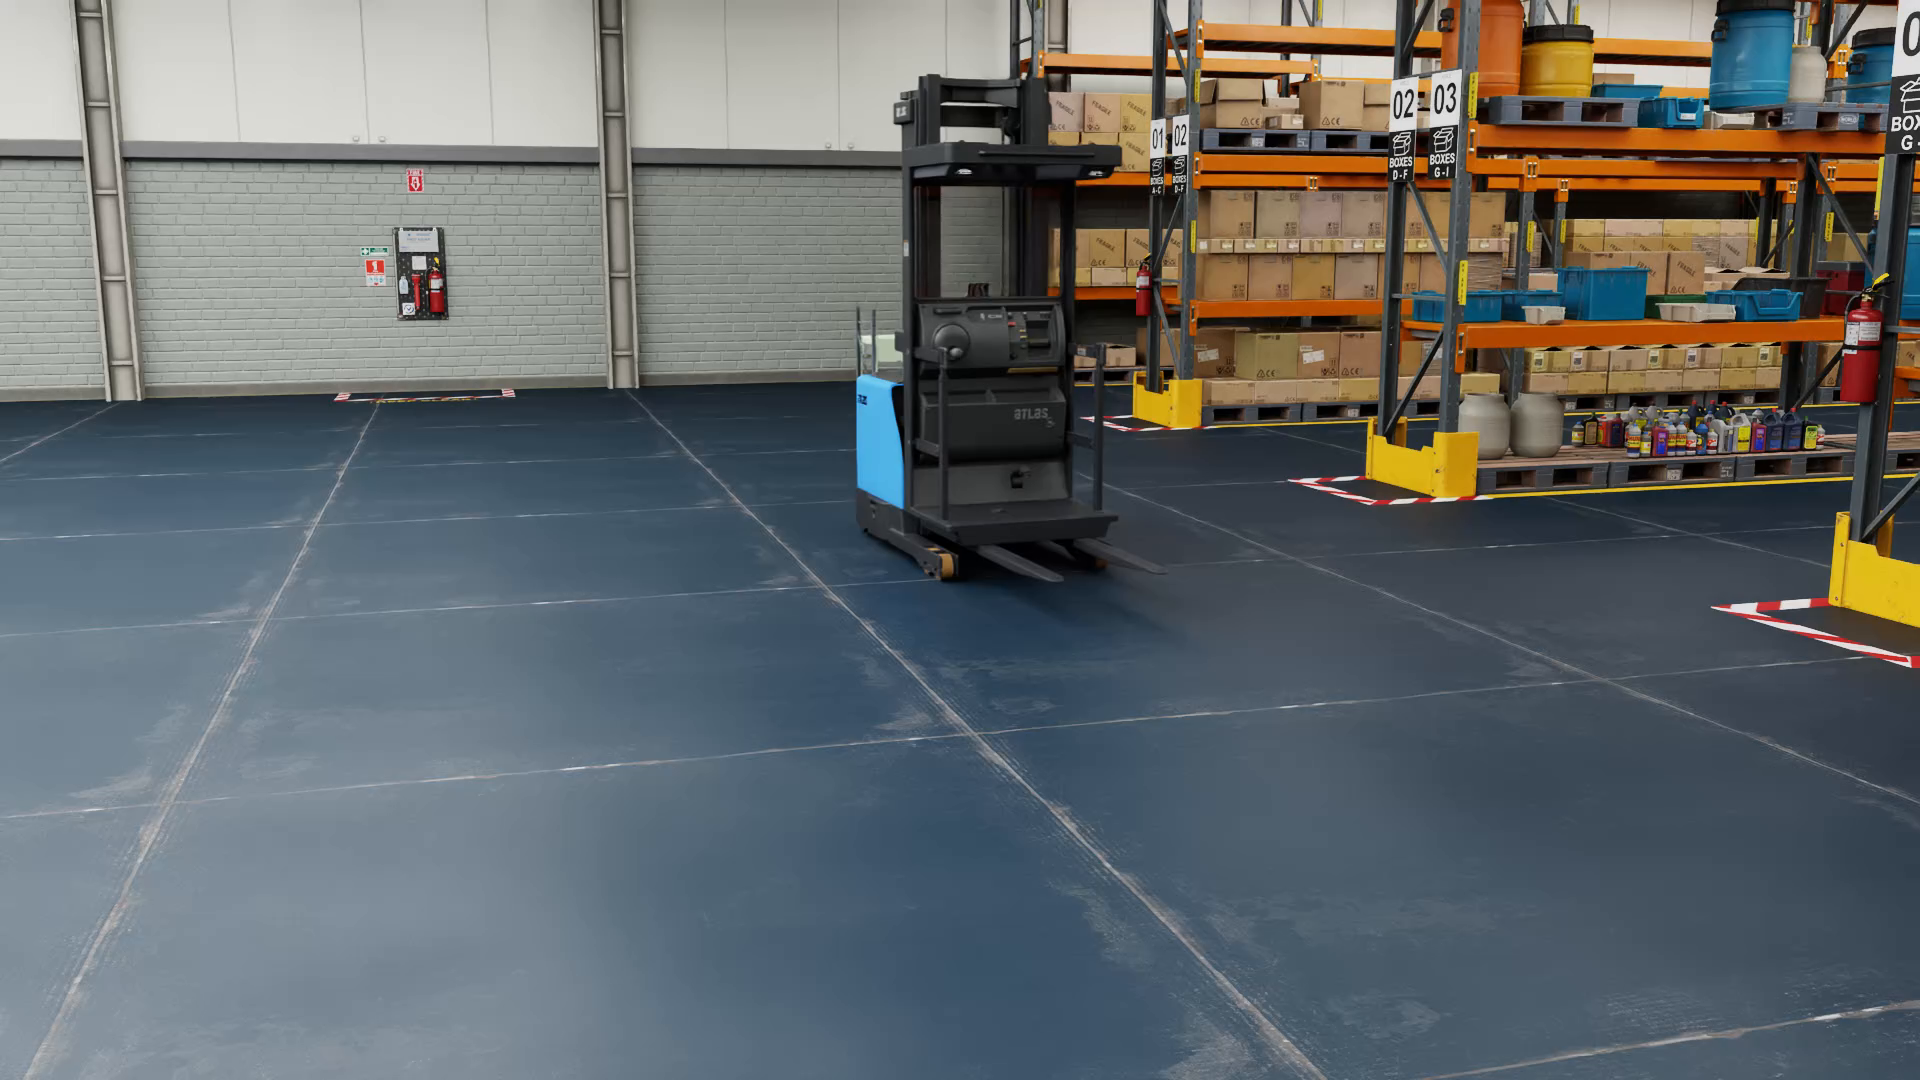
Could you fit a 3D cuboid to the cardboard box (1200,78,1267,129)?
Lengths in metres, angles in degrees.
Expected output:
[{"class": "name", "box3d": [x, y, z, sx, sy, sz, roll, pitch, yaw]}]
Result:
[{"class": "cardboard box", "box3d": [2.807, -4.587, 17.562, 0.637, 0.503, 0.797, -2, 11, -12]}]

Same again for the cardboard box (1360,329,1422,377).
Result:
[{"class": "cardboard box", "box3d": [4.748, -2.072, 18.381, 0.500, 0.500, 0.500, -3, 11, -16]}]

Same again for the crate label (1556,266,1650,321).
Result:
[{"class": "crate label", "box3d": [5.326, -2.054, 13.819, 0.616, 0.435, 0.502, -3, 11, -16]}]

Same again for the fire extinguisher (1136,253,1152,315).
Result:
[{"class": "fire extinguisher", "box3d": [2.011, -2.794, 18.153, 0.183, 0.674, 0.296, -3, 11, -16]}]

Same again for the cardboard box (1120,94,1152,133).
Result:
[{"class": "cardboard box", "box3d": [2.288, -5.666, 22.161, 0.500, 0.500, 0.500, -3, 11, -14]}]

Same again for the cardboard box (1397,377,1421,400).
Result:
[{"class": "cardboard box", "box3d": [4.751, -1.701, 18.437, 0.500, 0.250, 0.500, -3, 11, -16]}]

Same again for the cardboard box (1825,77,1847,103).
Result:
[{"class": "cardboard box", "box3d": [10.356, -5.199, 19.681, 0.500, 0.500, 0.500, -3, 11, -16]}]

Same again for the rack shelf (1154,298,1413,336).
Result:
[{"class": "rack shelf", "box3d": [4.174, -2.505, 18.354, 4.000, 0.370, 1.077, -3, 11, -16]}]

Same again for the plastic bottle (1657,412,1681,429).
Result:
[{"class": "plastic bottle", "box3d": [6.060, -0.951, 14.236, 0.135, 0.276, 0.152, -3, 11, -16]}]

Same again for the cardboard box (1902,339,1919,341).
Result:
[{"class": "cardboard box", "box3d": [11.936, -2.202, 20.411, 0.500, 0.500, 0.500, -3, 11, -18]}]

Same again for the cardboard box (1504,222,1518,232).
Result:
[{"class": "cardboard box", "box3d": [7.919, -4.566, 24.282, 0.250, 0.149, 0.380, -5, 12, -25]}]

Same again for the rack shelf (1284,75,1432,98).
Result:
[{"class": "rack shelf", "box3d": [6.627, -6.322, 23.624, 4.000, 0.370, 1.077, -3, 11, -16]}]

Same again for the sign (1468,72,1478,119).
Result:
[{"class": "sign", "box3d": [3.784, -3.280, 12.268, 0.005, 0.325, 0.100, -3, 11, -16]}]

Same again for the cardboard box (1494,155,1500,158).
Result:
[{"class": "cardboard box", "box3d": [7.791, -5.561, 24.352, 0.500, 0.500, 0.500, -3, 11, -16]}]

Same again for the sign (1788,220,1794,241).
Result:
[{"class": "sign", "box3d": [12.548, -4.662, 25.107, 0.005, 0.325, 0.100, -3, 11, -16]}]

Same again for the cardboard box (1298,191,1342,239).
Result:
[{"class": "cardboard box", "box3d": [3.744, -3.522, 18.033, 0.500, 0.500, 0.700, -3, 11, -16]}]

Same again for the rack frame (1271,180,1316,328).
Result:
[{"class": "rack frame", "box3d": [4.706, -3.821, 23.516, 0.127, 3.000, 1.000, -3, 11, -16]}]

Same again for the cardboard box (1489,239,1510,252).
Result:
[{"class": "cardboard box", "box3d": [5.893, -3.277, 18.494, 0.250, 0.149, 0.380, -3, 11, -16]}]

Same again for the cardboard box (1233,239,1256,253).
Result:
[{"class": "cardboard box", "box3d": [2.944, -3.122, 17.651, 0.250, 0.149, 0.380, -3, 11, -17]}]

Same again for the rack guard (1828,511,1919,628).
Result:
[{"class": "rack guard", "box3d": [5.092, 0.190, 8.631, 0.348, 0.500, 1.175, -3, 11, -16]}]

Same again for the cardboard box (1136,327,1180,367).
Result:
[{"class": "cardboard box", "box3d": [2.821, -2.682, 23.019, 0.500, 0.500, 0.700, -4, 11, -20]}]

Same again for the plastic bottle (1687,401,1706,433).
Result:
[{"class": "plastic bottle", "box3d": [6.403, -1.034, 14.479, 0.185, 0.351, 0.144, -4, 11, -18]}]

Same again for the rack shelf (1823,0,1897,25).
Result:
[{"class": "rack shelf", "box3d": [9.396, -4.600, 14.269, 4.000, 0.370, 1.077, -3, 11, -16]}]

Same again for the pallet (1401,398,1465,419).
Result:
[{"class": "pallet", "box3d": [5.319, -1.556, 18.913, 1.213, 0.211, 1.003, -3, 11, -16]}]

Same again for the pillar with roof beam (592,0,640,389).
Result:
[{"class": "pillar with roof beam", "box3d": [-3.262, -5.703, 17.168, 0.400, 9.000, 9.100, -3, 11, -16]}]

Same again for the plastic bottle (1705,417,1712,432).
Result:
[{"class": "plastic bottle", "box3d": [6.256, -0.881, 13.836, 0.133, 0.283, 0.061, -3, 11, -16]}]

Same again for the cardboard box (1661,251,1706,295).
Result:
[{"class": "cardboard box", "box3d": [8.329, -3.124, 19.453, 0.500, 0.500, 0.500, -4, 11, -19]}]

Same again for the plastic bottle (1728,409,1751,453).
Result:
[{"class": "plastic bottle", "box3d": [6.443, -0.903, 13.770, 0.185, 0.351, 0.144, -3, 11, -16]}]

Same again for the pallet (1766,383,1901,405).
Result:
[{"class": "pallet", "box3d": [10.662, -1.822, 20.361, 1.213, 0.211, 1.003, -3, 11, -16]}]

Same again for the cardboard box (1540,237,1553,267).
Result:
[{"class": "cardboard box", "box3d": [8.927, -4.298, 24.956, 0.500, 0.500, 0.500, -3, 11, -16]}]

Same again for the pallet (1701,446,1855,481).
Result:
[{"class": "pallet", "box3d": [6.819, -0.700, 14.268, 1.213, 0.211, 1.003, -3, 11, -16]}]

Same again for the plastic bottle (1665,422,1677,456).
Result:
[{"class": "plastic bottle", "box3d": [5.792, -0.826, 13.567, 0.097, 0.271, 0.097, 0, 10, 0]}]

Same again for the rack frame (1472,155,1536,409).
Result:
[{"class": "rack frame", "box3d": [6.094, -2.960, 18.839, 0.127, 3.000, 1.000, -3, 11, -16]}]

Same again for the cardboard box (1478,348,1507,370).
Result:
[{"class": "cardboard box", "box3d": [6.403, -2.160, 19.381, 0.500, 0.311, 0.500, -3, 11, -16]}]

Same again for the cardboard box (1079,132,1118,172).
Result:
[{"class": "cardboard box", "box3d": [1.782, -5.147, 22.104, 0.500, 0.500, 0.500, -2, 11, -12]}]

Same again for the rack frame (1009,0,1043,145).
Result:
[{"class": "rack frame", "box3d": [0.866, -6.569, 21.873, 0.127, 3.000, 1.000, -3, 11, -16]}]

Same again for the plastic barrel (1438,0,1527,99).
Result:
[{"class": "plastic barrel", "box3d": [4.066, -3.836, 12.966, 0.708, 0.830, 0.600, -3, 11, -16]}]

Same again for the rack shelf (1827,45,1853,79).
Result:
[{"class": "rack shelf", "box3d": [11.855, -5.663, 20.047, 4.000, 0.370, 1.077, -3, 11, -16]}]

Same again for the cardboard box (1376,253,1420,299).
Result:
[{"class": "cardboard box", "box3d": [4.683, -2.933, 18.417, 0.500, 0.500, 0.700, -3, 11, -15]}]

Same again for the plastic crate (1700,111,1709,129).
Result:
[{"class": "plastic crate", "box3d": [5.884, -3.437, 13.732, 0.450, 0.188, 0.336, -3, 11, -16]}]

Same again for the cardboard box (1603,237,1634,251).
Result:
[{"class": "cardboard box", "box3d": [9.590, -4.233, 24.605, 0.500, 0.500, 0.500, -3, 11, -14]}]

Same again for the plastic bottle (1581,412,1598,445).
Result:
[{"class": "plastic bottle", "box3d": [5.383, -0.955, 14.235, 0.133, 0.283, 0.061, -3, 11, -15]}]

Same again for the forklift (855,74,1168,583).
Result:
[{"class": "forklift", "box3d": [0.275, -1.285, 9.932, 1.130, 2.935, 3.031, -4, 11, -20]}]

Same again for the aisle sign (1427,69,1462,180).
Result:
[{"class": "aisle sign", "box3d": [3.648, -3.120, 12.529, 0.004, 0.787, 0.394, -3, 11, -16]}]

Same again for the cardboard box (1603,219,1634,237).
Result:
[{"class": "cardboard box", "box3d": [9.571, -4.603, 24.539, 0.500, 0.250, 0.500, -3, 11, -17]}]

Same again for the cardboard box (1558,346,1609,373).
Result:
[{"class": "cardboard box", "box3d": [7.043, -2.092, 19.010, 0.500, 0.311, 0.500, -3, 11, -17]}]

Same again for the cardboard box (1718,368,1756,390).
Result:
[{"class": "cardboard box", "box3d": [9.004, -1.921, 19.630, 0.500, 0.250, 0.500, -3, 11, -17]}]

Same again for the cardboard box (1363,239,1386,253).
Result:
[{"class": "cardboard box", "box3d": [4.419, -3.199, 18.071, 0.250, 0.149, 0.380, -3, 11, -14]}]

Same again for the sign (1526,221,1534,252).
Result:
[{"class": "sign", "box3d": [6.251, -3.328, 18.230, 0.005, 0.325, 0.100, -3, 11, -16]}]

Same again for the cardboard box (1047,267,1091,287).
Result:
[{"class": "cardboard box", "box3d": [1.423, -3.524, 22.262, 0.500, 0.250, 0.500, -3, 11, -18]}]

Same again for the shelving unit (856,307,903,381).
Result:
[{"class": "shelving unit", "box3d": [-0.308, -0.882, 11.696, 0.755, 1.500, 0.431, -4, 11, -20]}]
